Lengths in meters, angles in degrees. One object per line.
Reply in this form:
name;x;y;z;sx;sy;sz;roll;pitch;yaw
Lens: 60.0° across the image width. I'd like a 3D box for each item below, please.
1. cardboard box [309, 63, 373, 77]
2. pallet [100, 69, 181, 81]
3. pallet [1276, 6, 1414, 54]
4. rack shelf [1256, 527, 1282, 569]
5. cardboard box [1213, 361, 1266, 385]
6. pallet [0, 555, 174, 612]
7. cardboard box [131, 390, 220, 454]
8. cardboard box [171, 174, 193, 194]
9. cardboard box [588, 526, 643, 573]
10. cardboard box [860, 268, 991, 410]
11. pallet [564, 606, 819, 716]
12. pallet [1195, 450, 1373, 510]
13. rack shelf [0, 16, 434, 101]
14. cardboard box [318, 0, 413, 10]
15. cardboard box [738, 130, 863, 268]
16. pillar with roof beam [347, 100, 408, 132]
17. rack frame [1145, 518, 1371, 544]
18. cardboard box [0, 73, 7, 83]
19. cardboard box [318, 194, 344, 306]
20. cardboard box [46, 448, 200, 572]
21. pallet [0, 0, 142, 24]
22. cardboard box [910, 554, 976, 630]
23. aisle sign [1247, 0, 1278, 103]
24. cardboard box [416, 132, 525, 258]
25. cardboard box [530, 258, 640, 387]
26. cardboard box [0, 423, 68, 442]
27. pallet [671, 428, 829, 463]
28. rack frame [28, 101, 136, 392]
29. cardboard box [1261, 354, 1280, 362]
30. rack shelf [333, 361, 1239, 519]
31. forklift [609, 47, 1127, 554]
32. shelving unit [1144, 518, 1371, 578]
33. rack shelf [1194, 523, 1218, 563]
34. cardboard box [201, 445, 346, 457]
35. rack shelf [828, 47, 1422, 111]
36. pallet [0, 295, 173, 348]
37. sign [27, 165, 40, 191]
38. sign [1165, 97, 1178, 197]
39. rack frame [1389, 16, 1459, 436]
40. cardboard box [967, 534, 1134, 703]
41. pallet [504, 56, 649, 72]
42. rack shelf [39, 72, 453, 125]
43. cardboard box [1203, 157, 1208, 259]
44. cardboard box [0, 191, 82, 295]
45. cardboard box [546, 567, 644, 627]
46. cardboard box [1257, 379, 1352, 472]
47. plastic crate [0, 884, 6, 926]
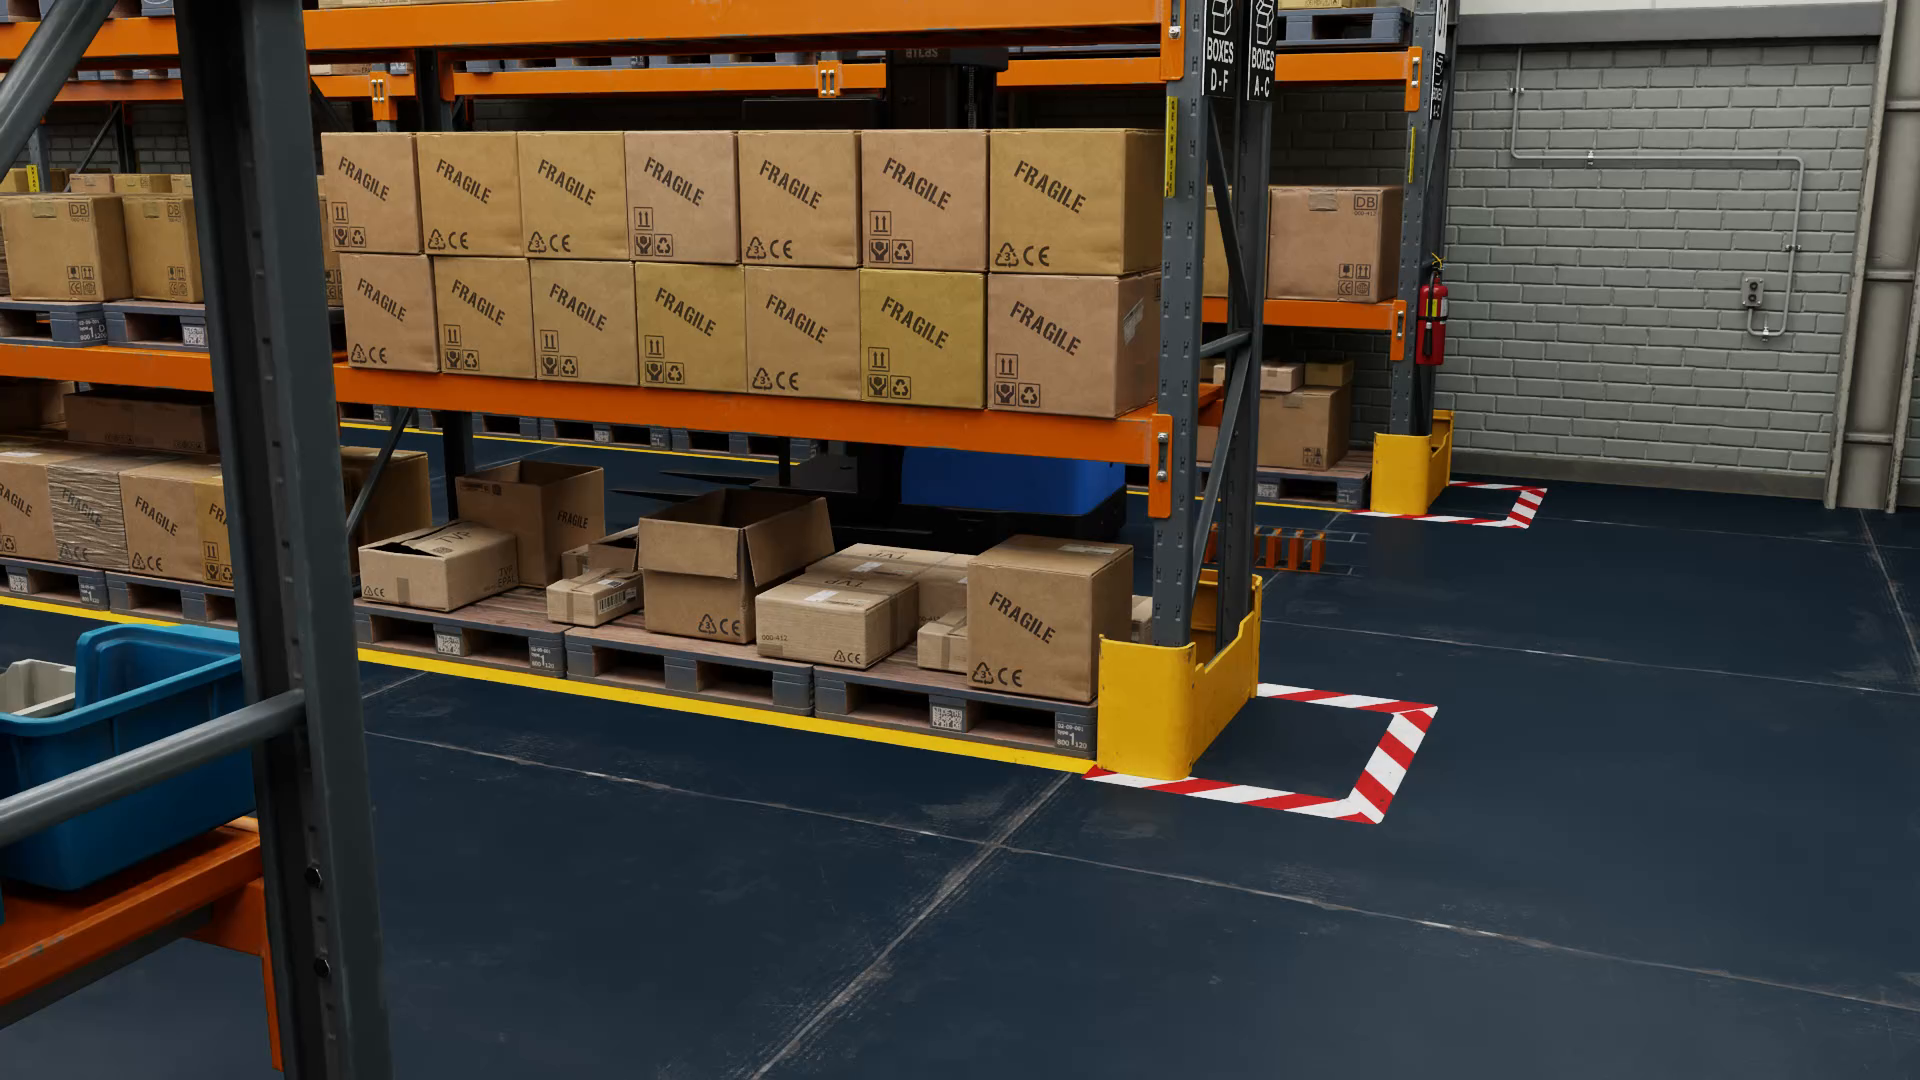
cardboard box;-5.128;-3.925;13.499;0.500;0.311;0.500;6;14;23
pallet;-6.547;-4.052;14.302;1.003;0.211;1.213;6;14;23
pallet;2.271;-3.231;10.586;1.213;0.211;1.003;6;14;23
rack shelf;1.707;0.040;9.155;0.103;0.180;0.258;5;14;19
cardboard box;1.848;-1.092;10.975;0.250;0.149;0.380;6;15;25
pallet;-4.585;0.095;8.887;1.213;0.211;1.003;6;14;23
cardboard box;-3.965;-0.633;8.754;0.500;0.250;0.500;6;14;23
cardboard box;-6.444;-2.959;14.616;0.500;0.500;0.700;8;15;31
cardboard box;-1.385;0.075;7.791;0.500;0.311;0.500;6;14;23
cardboard box;-0.045;-0.793;6.349;0.500;0.500;0.500;6;14;24
pallet;-0.960;0.451;7.369;1.213;0.211;1.003;6;14;23
pallet;2.191;-0.447;11.200;1.213;0.211;1.003;6;14;23
rack shelf;-4.535;-2.378;8.330;4.000;0.370;1.077;6;14;23
cardboard box;-2.362;-2.373;7.065;0.500;0.250;0.500;6;14;23
cardboard box;-0.506;-1.325;6.429;0.500;0.500;0.500;6;15;25
pillar with roof beam;-6.943;-4.810;10.556;0.400;9.000;9.100;6;14;23
rack frame;1.637;-0.055;9.159;1.200;0.006;0.240;5;14;19
cardboard box;-8.582;-4.372;14.991;0.500;0.500;0.500;6;15;25
cardboard box;-3.049;-1.426;8.129;0.500;0.500;0.700;1;13;4
cardboard box;-4.181;-0.160;8.377;0.500;0.500;0.500;6;14;24
pallet;-4.224;-2.622;8.207;1.003;0.211;1.213;6;14;23
cardboard box;0.111;0.256;7.153;0.500;0.250;0.500;6;14;23
aisle sign;1.132;-2.033;6.162;0.004;0.787;0.394;6;14;23
cardboard box;-1.918;-1.468;7.037;0.500;0.500;0.500;5;14;21
cardboard box;-1.425;-0.934;6.949;0.500;0.500;0.500;6;14;23
cardboard box;-4.941;-0.364;9.250;0.500;0.500;0.500;5;14;21
pallet;-1.440;-0.816;12.769;1.213;0.211;1.003;6;14;23
rack frame;-8.018;-2.858;15.368;0.127;3.000;1.000;6;14;23
cardboard box;2.005;-1.171;11.314;0.250;0.149;0.380;6;14;23
rack shelf;-0.878;-0.547;7.096;4.000;0.370;1.077;6;14;23
forklift;-0.588;-1.473;9.618;3.031;2.935;1.130;5;14;19
shelving unit;1.636;0.034;9.180;1.200;0.189;0.258;5;14;19
rack shelf;1.368;0.011;9.272;0.103;0.180;0.258;5;14;19
cardboard box;-3.542;-0.222;8.645;0.500;0.500;0.500;6;14;24
rack shelf;1.125;-3.043;11.164;4.000;0.370;1.077;6;14;23
pallet;-4.584;-1.180;8.639;1.213;0.211;1.003;6;14;23
sign;-8.231;-3.165;14.783;0.005;0.325;0.100;6;14;23
sign;0.707;-1.316;5.570;0.005;0.325;0.100;6;14;23
rack frame;2.954;-1.747;10.636;0.127;3.000;1.000;6;14;23
cardboard box;0.354;0.291;6.455;0.500;0.500;0.500;6;14;23
pallet;-2.727;-3.705;12.824;1.213;0.211;1.003;7;15;26
rack shelf;-6.189;-3.783;14.318;4.000;0.370;1.077;6;14;23
cardboard box;0.652;-1.344;6.509;0.500;0.500;0.500;6;15;25
cardboard box;-4.984;-1.547;8.641;0.500;0.500;0.700;9;16;34
cardboard box;-1.616;0.245;7.385;0.250;0.166;0.380;6;14;23
cardboard box;2.273;-0.779;11.060;0.500;0.500;0.700;6;14;23
plastic crate;-1.441;0.283;1.772;0.499;0.435;0.616;6;14;23
